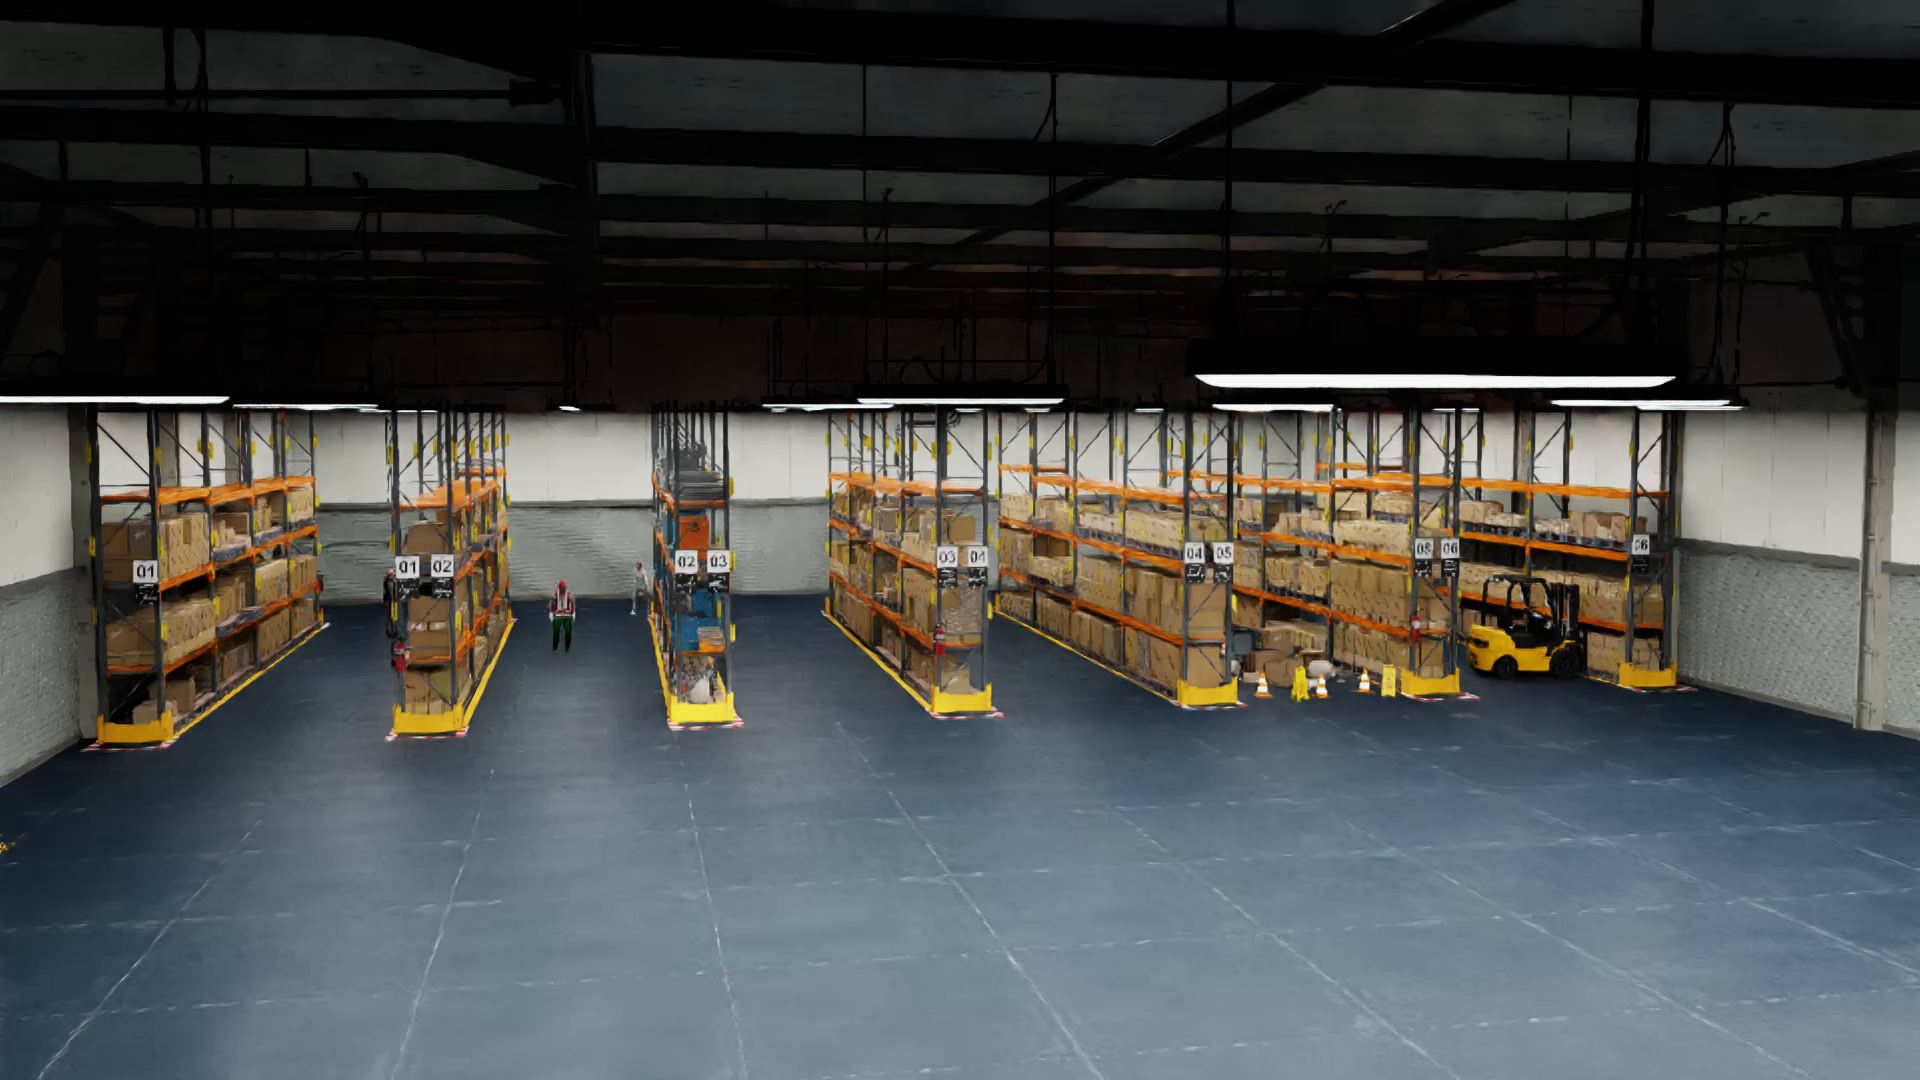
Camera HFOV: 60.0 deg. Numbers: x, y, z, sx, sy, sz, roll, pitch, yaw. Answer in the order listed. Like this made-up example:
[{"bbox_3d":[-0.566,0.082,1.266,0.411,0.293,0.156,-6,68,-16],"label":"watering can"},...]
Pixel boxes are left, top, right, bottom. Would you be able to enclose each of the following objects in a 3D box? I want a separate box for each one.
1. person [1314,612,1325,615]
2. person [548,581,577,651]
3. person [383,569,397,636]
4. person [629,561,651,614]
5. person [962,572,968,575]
[{"bbox_3d":[10.411,1.293,47.758,0.462,1.697,0.468,0,4,-1],"label":"person"},{"bbox_3d":[-9.593,1.840,40.112,0.677,1.742,0.552,-1,4,-13],"label":"person"},{"bbox_3d":[-14.715,1.600,43.041,0.401,1.726,0.627,-3,5,-31],"label":"person"},{"bbox_3d":[-9.179,1.347,47.844,0.456,1.534,0.883,1,4,12],"label":"person"},{"bbox_3d":[-0.104,0.926,51.974,0.520,1.769,0.785,3,5,36],"label":"person"}]
